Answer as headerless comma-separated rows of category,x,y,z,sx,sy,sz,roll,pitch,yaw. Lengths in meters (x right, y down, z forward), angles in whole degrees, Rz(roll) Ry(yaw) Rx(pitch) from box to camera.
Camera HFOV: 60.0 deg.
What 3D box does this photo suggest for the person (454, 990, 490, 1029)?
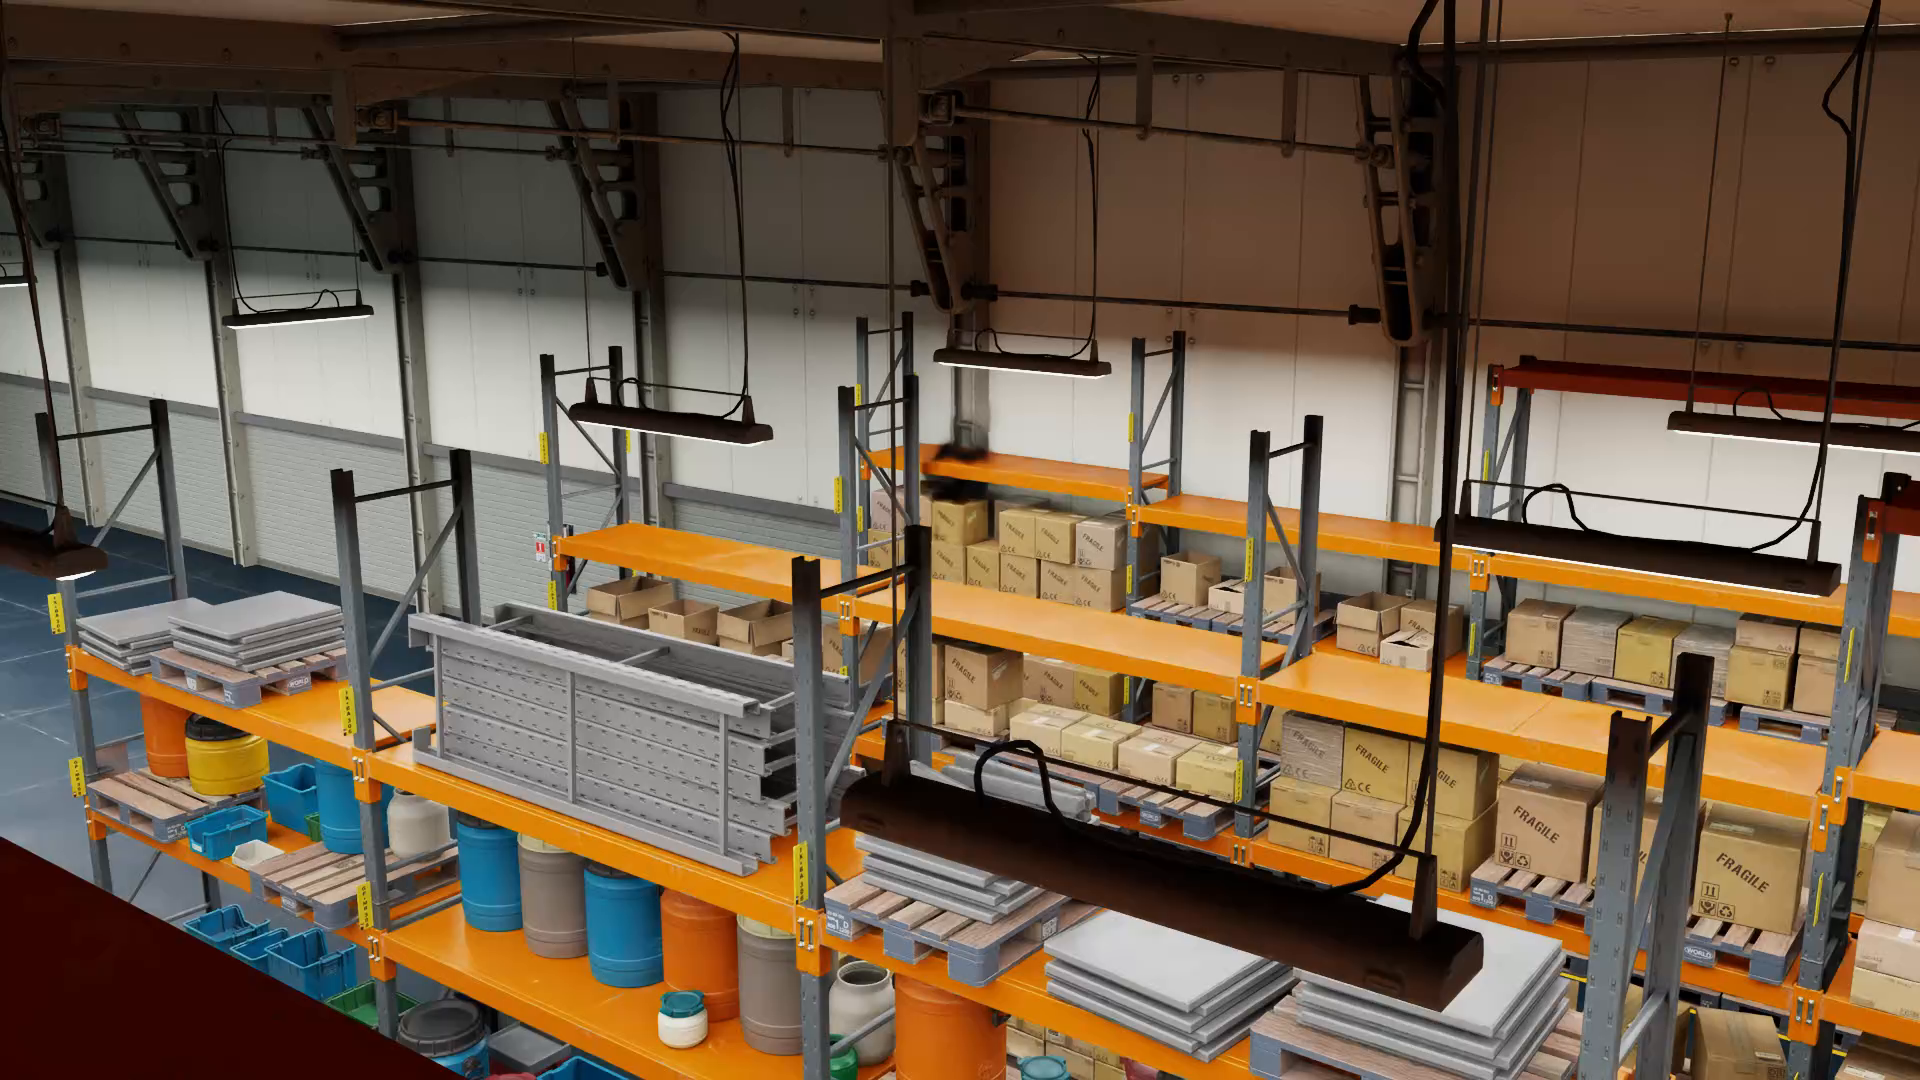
person,-4.271,3.952,14.713,0.877,1.597,0.553,7,15,29
